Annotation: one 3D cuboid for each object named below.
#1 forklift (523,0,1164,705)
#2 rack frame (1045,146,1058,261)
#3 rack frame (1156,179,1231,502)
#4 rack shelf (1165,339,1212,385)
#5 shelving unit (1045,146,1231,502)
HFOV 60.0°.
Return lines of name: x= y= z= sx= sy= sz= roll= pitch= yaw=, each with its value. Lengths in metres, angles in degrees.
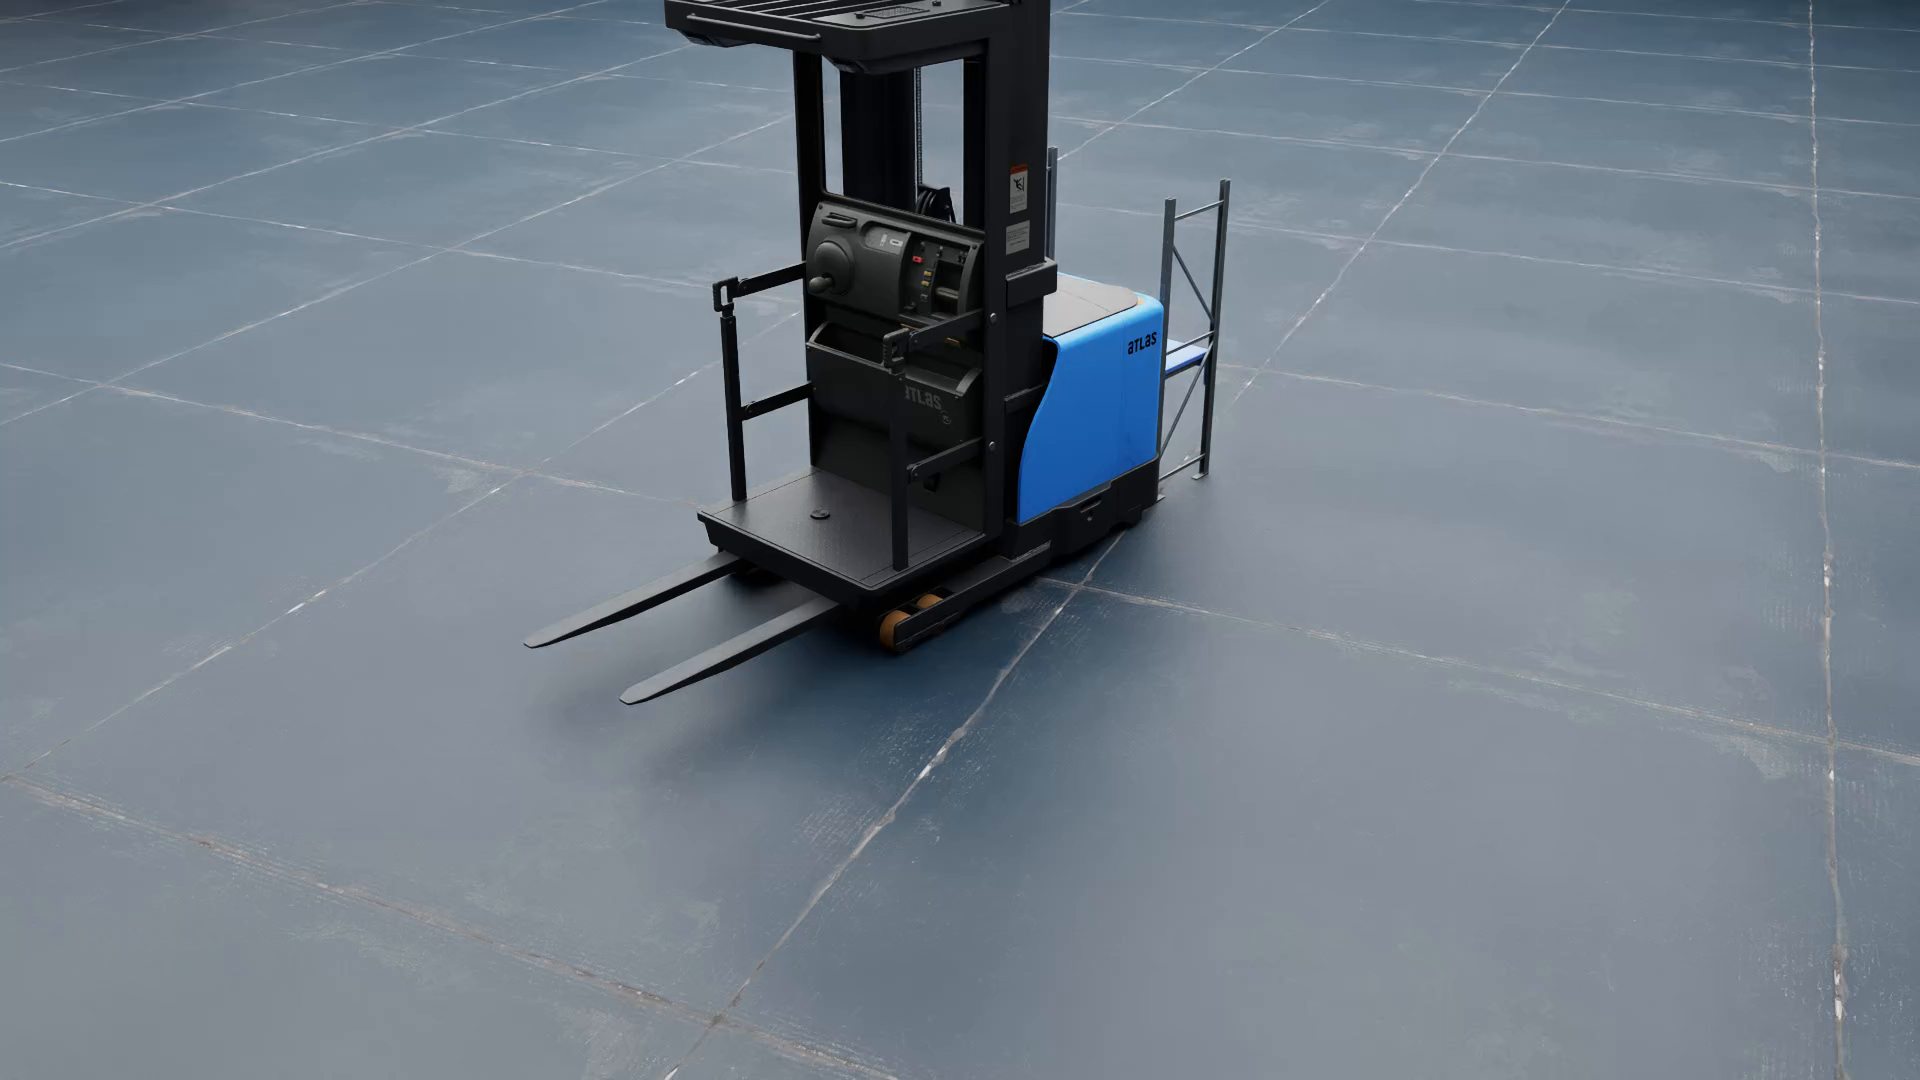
forklift: x=-0.425 y=-1.110 z=6.687 sx=1.130 sy=2.935 sz=3.031 roll=22 pitch=34 yaw=37
rack frame: x=0.316 y=-1.225 z=8.536 sx=0.032 sy=1.500 sz=0.500 roll=21 pitch=33 yaw=36
rack frame: x=1.090 y=-0.933 z=7.944 sx=0.032 sy=1.500 sz=0.500 roll=21 pitch=33 yaw=36
rack shelf: x=0.702 y=-0.917 z=8.318 sx=1.000 sy=0.185 sz=0.538 roll=21 pitch=33 yaw=36
shelving unit: x=0.703 y=-1.079 z=8.240 sx=1.048 sy=1.500 sz=0.538 roll=21 pitch=33 yaw=36
